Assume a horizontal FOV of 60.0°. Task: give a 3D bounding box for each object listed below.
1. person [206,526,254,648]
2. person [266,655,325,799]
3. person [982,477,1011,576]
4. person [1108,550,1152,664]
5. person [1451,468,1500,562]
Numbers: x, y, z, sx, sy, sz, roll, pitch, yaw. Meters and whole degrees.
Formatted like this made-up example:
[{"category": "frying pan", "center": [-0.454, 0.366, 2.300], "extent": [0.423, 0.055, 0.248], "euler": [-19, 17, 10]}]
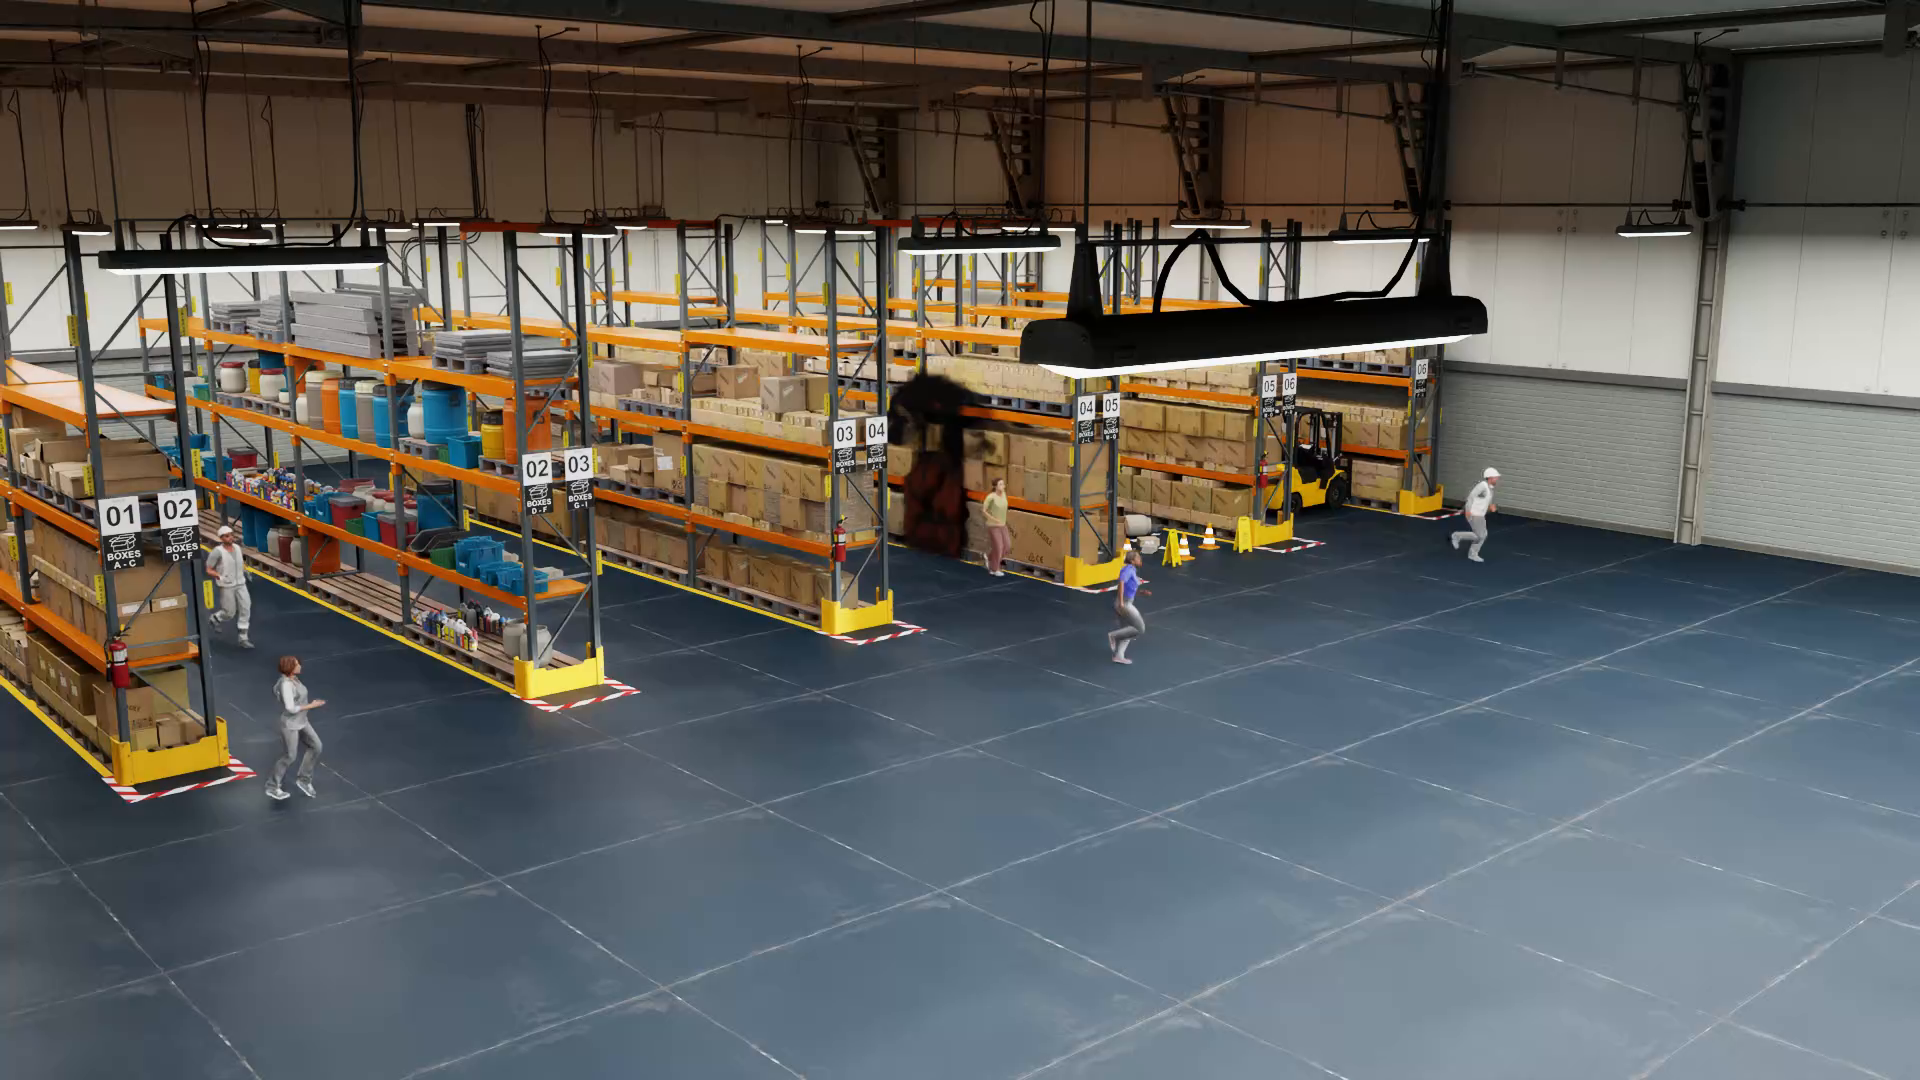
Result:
[{"category": "person", "center": [-10.590, 0.667, 24.130], "extent": [0.863, 1.771, 0.657], "euler": [7, 13, 32]}, {"category": "person", "center": [-7.135, 2.020, 17.821], "extent": [0.681, 1.634, 0.565], "euler": [-2, 12, -8]}, {"category": "person", "center": [0.589, -0.232, 27.415], "extent": [0.550, 1.641, 0.575], "euler": [11, 16, 43]}, {"category": "person", "center": [2.378, 0.941, 23.225], "extent": [0.627, 1.605, 0.617], "euler": [-1, 11, -4]}, {"category": "person", "center": [9.293, -0.465, 29.976], "extent": [0.803, 1.711, 0.653], "euler": [6, 13, 26]}]
